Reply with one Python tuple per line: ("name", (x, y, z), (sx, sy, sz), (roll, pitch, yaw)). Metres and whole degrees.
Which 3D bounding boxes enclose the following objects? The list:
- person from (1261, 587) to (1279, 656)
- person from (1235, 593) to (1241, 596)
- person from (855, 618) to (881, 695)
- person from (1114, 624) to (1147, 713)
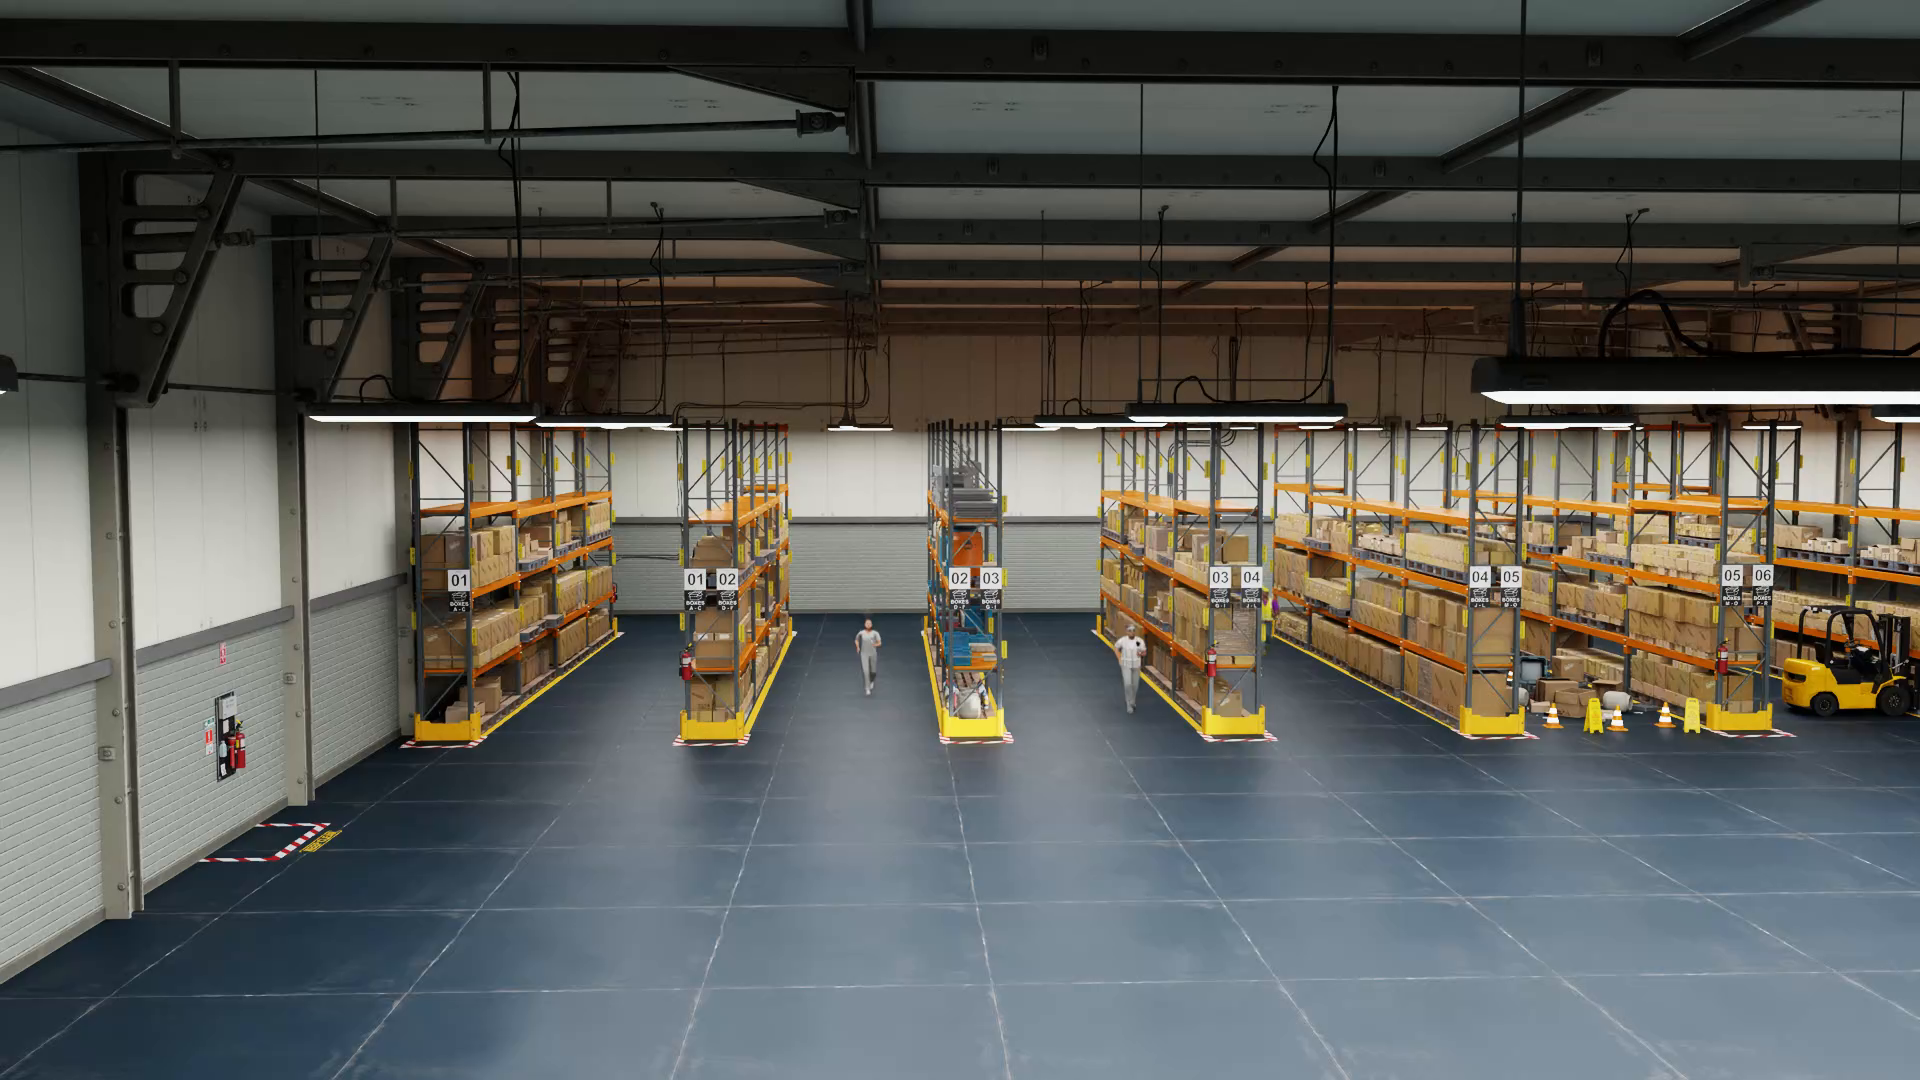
("person", (7.880, 2.086, 42.984), (0.731, 1.746, 0.930), (0, 4, 4))
("person", (7.734, 1.967, 45.863), (0.587, 1.674, 0.933), (0, 4, 6))
("person", (-2.016, 2.545, 36.583), (0.575, 1.645, 0.914), (0, 4, -6))
("person", (3.545, 2.625, 34.426), (0.653, 1.811, 0.844), (0, 4, -4))
